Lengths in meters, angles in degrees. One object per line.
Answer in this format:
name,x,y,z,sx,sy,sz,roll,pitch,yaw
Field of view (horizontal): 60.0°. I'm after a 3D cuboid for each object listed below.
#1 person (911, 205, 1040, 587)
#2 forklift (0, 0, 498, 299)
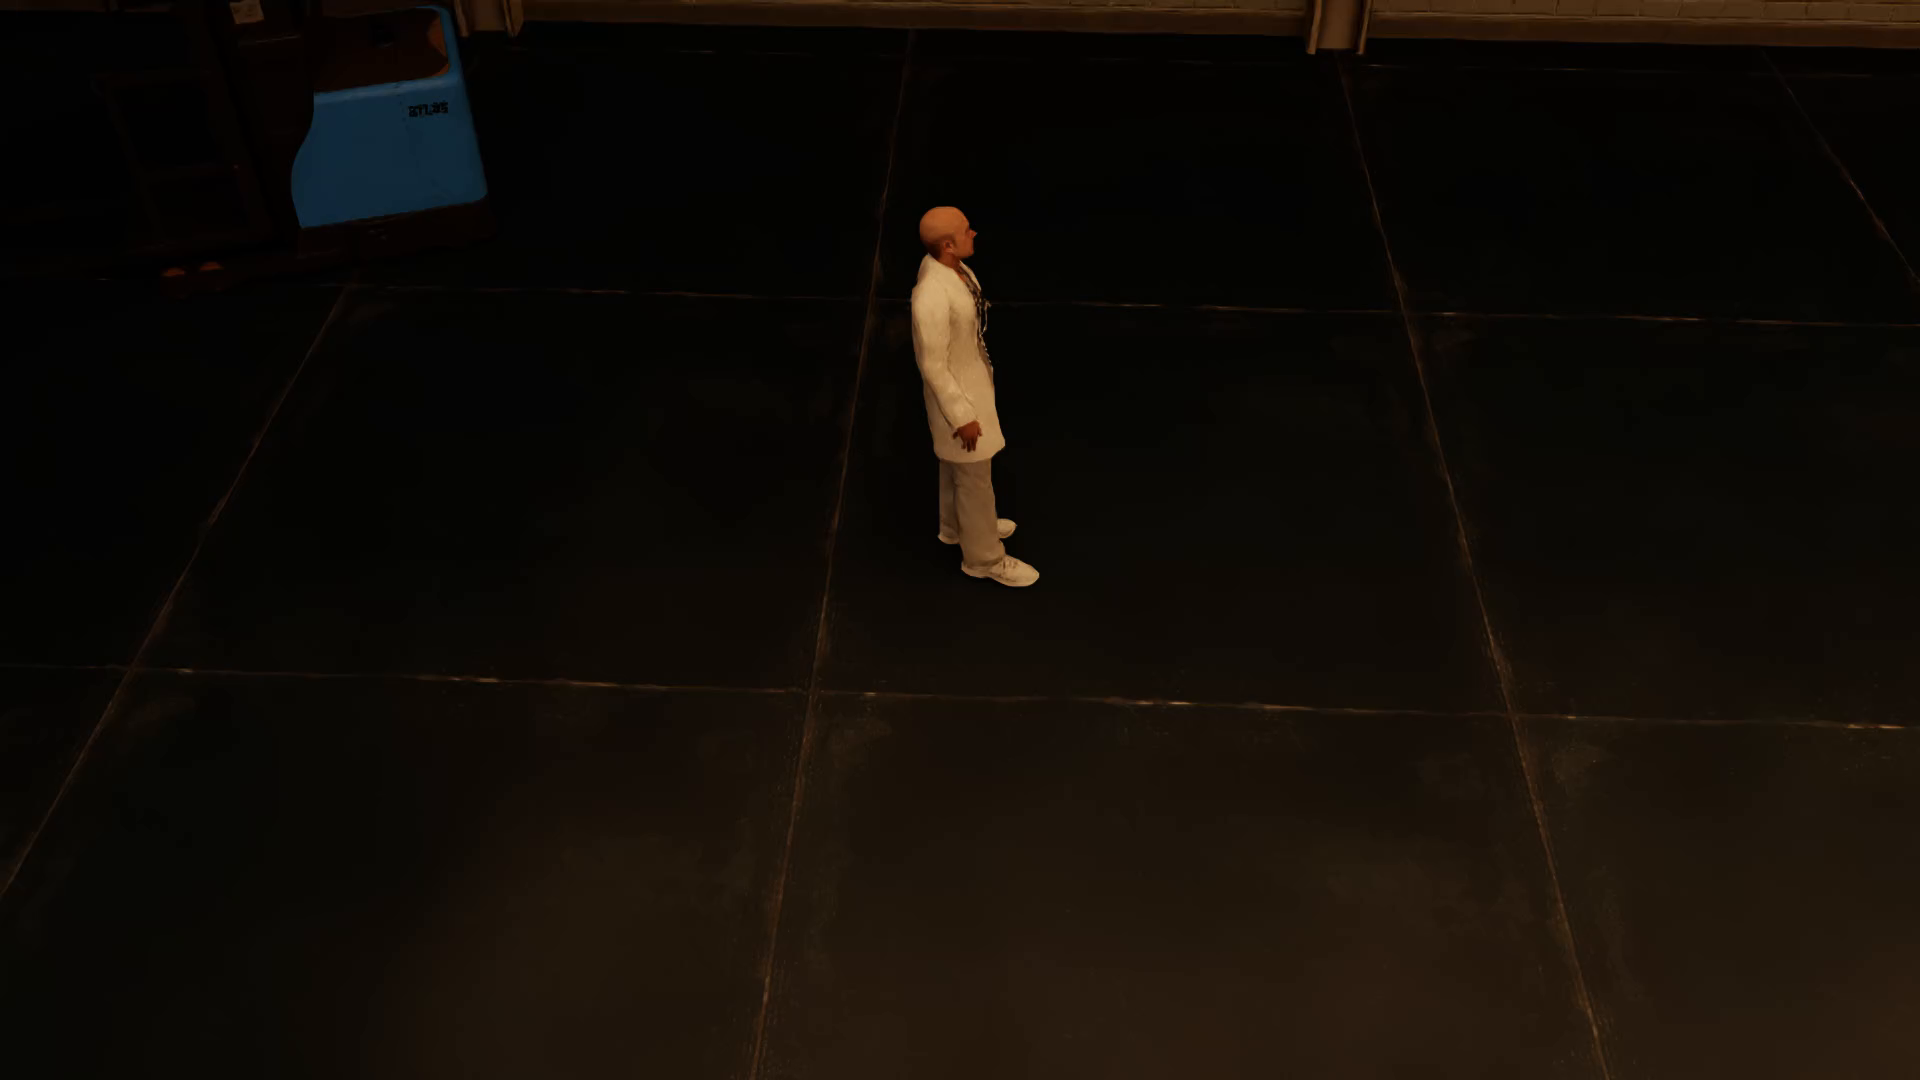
person,0.091,-0.656,7.305,0.579,1.776,0.694,2,42,2
forklift,-4.303,-2.848,8.862,3.031,2.935,1.130,-12,44,-13
